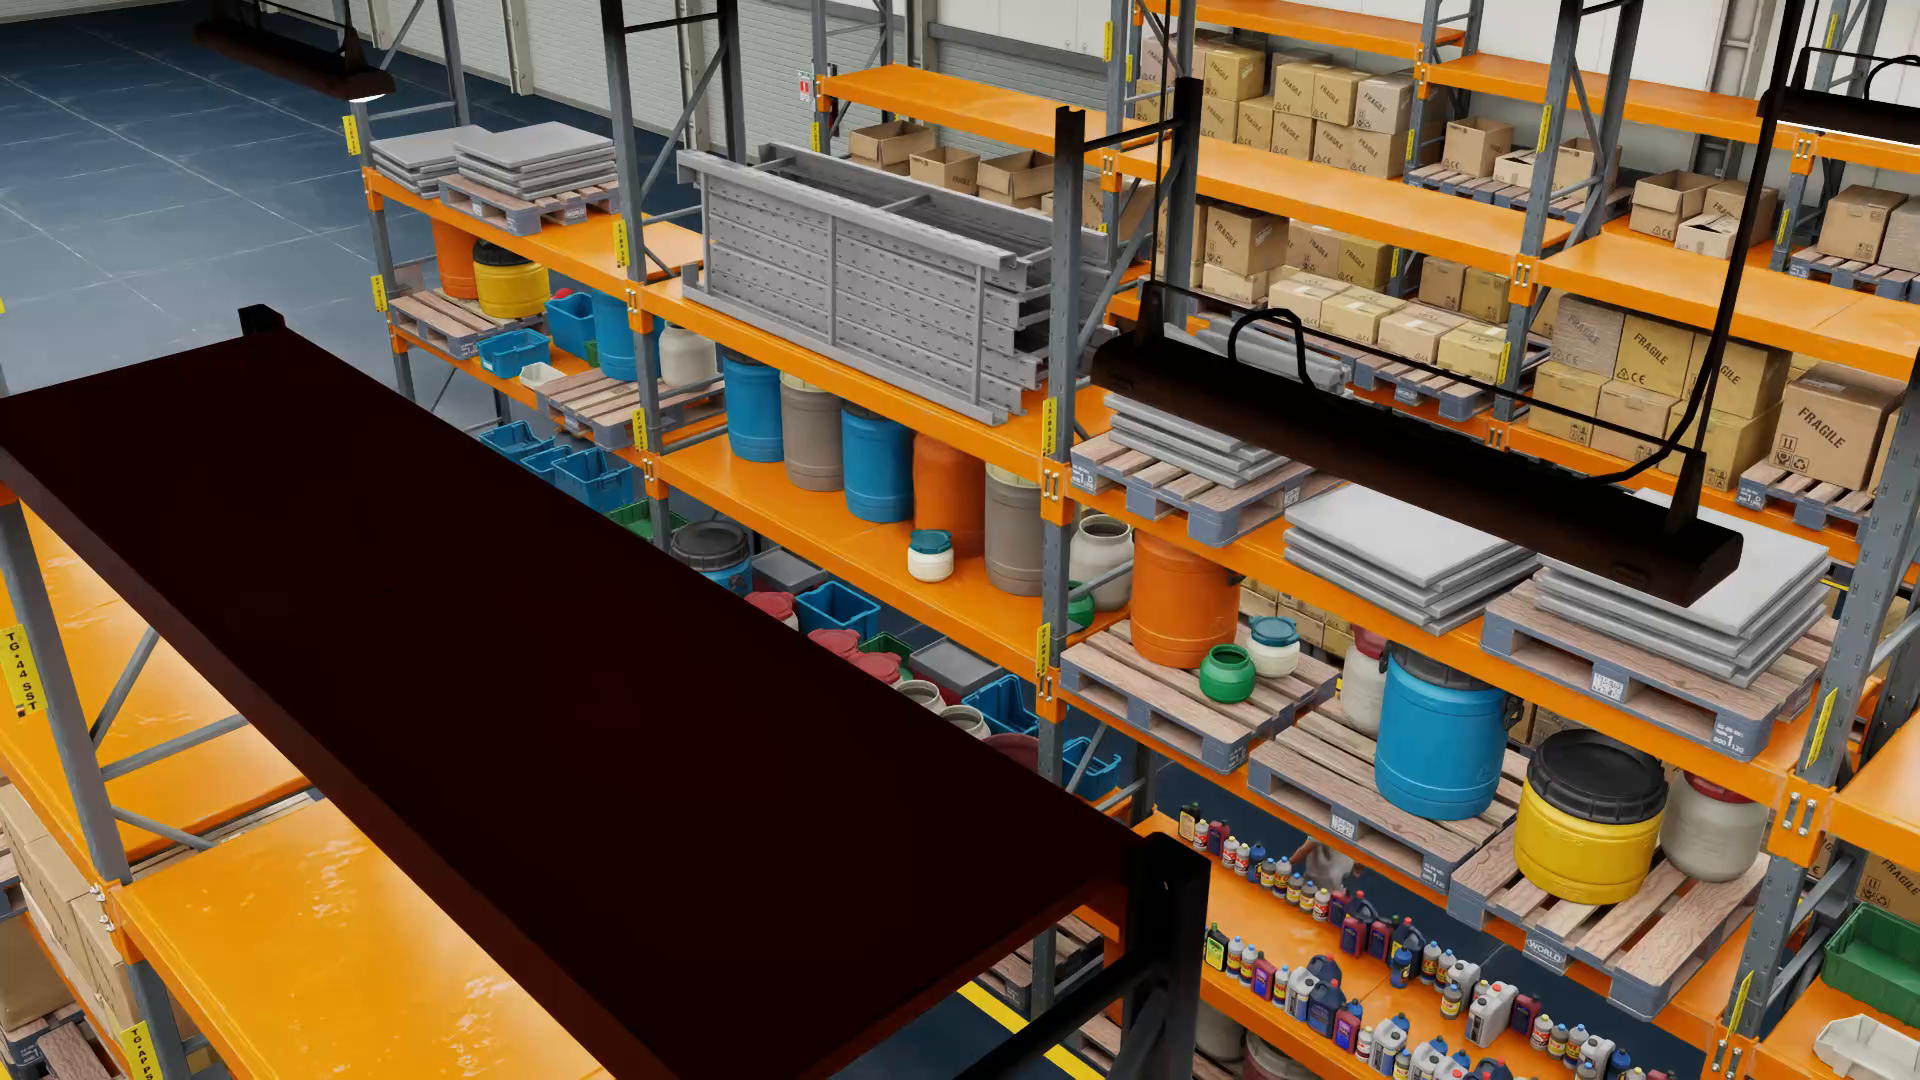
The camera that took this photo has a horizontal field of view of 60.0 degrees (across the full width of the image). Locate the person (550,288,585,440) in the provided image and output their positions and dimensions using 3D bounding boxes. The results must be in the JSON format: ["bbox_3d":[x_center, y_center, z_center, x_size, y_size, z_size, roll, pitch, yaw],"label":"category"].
[{"bbox_3d":[-4.440,-1.964,18.678,0.586,1.837,0.566,1,28,2],"label":"person"}]

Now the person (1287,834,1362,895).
[{"bbox_3d":[2.430,2.150,11.111,0.507,1.602,1.064,-22,35,-35],"label":"person"}]
